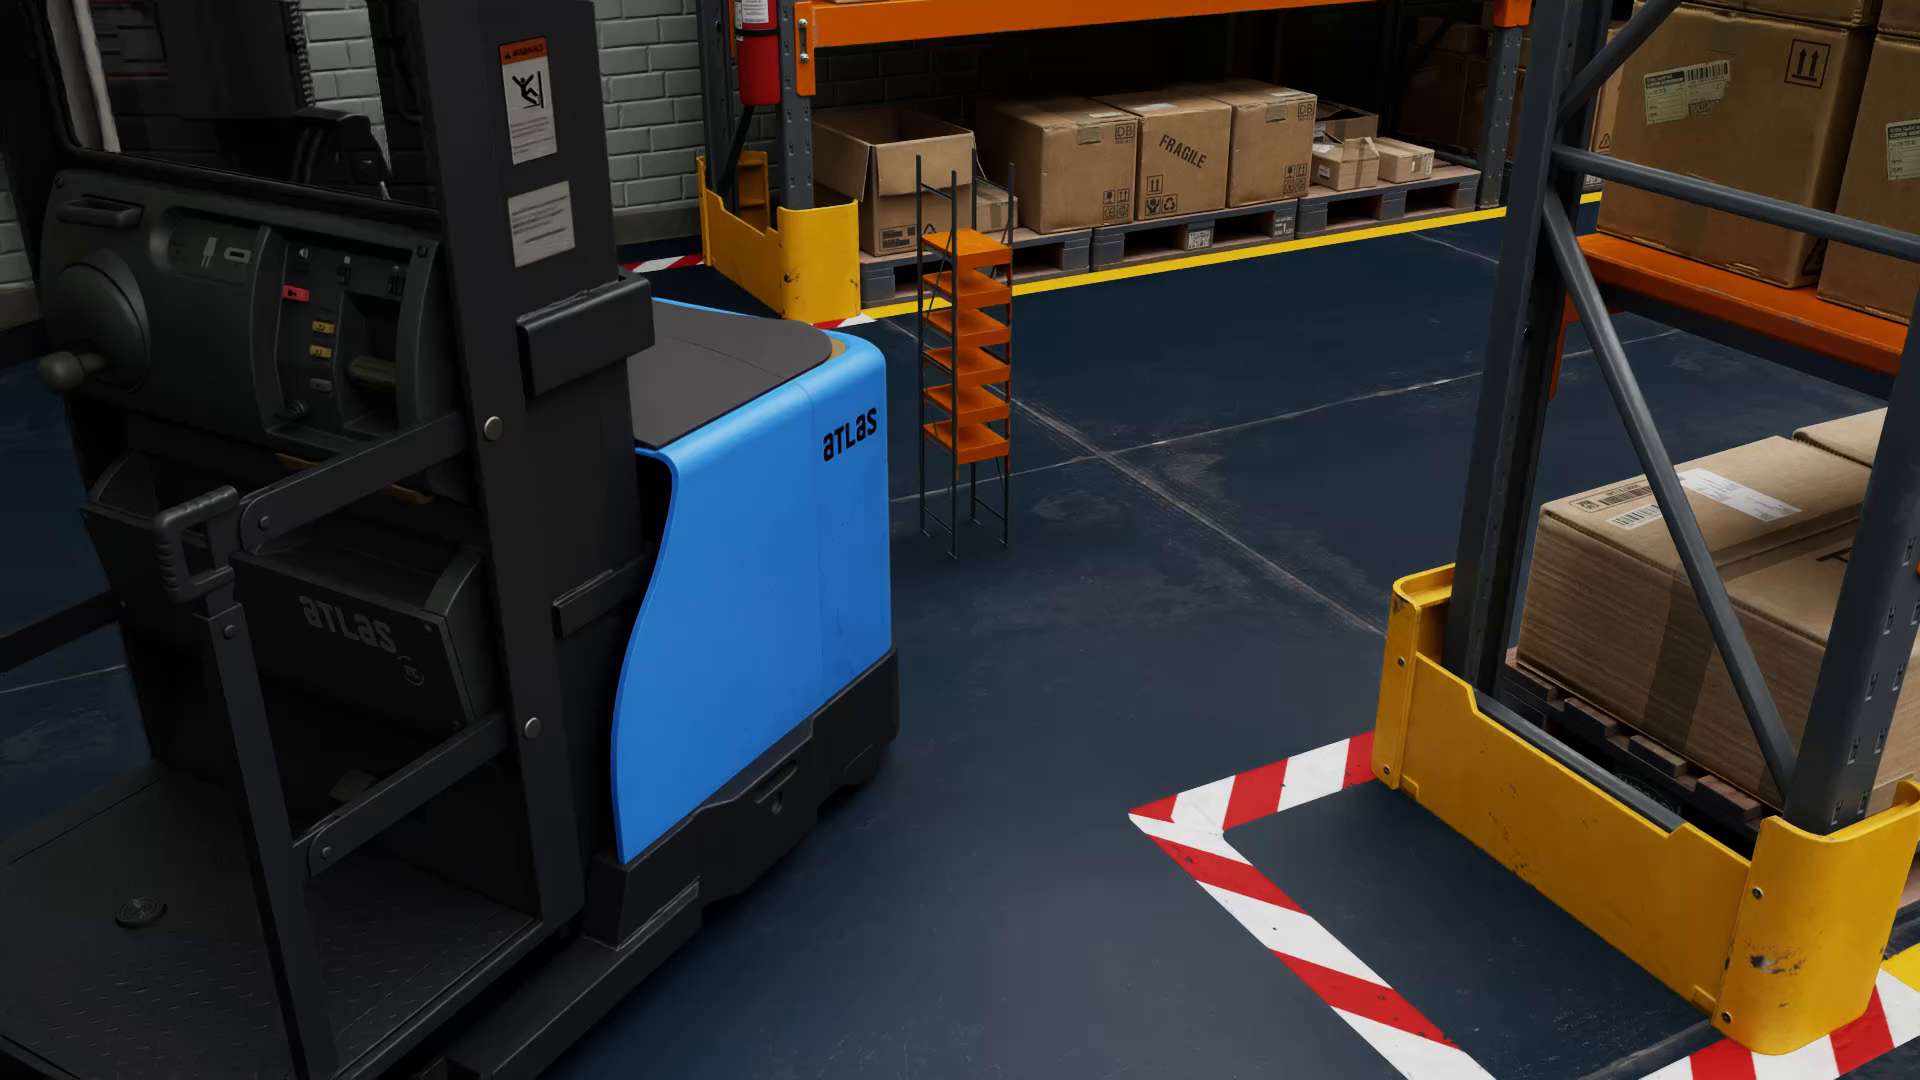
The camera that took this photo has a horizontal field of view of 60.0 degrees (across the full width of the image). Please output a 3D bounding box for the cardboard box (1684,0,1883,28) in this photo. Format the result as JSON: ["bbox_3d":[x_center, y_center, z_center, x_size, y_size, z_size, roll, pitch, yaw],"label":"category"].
[{"bbox_3d":[1.745,-1.301,3.223,0.500,0.500,0.500,-12,28,-23],"label":"cardboard box"}]

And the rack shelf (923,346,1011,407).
[{"bbox_3d":[0.013,-0.504,5.016,0.180,0.103,0.258,-13,29,-25],"label":"rack shelf"}]

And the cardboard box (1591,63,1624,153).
[{"bbox_3d":[3.620,-2.513,9.421,0.500,0.500,0.500,-13,29,-26],"label":"cardboard box"}]

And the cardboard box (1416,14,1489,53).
[{"bbox_3d":[2.811,-2.865,9.406,0.250,0.149,0.380,-14,29,-27],"label":"cardboard box"}]

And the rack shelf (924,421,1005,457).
[{"bbox_3d":[0.013,-0.312,5.108,0.171,0.034,0.221,-13,29,-25],"label":"rack shelf"}]

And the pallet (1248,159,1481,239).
[{"bbox_3d":[2.016,-1.929,9.024,1.213,0.211,1.003,-13,29,-25],"label":"pallet"}]

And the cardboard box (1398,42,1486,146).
[{"bbox_3d":[2.916,-2.601,9.604,0.500,0.500,0.500,-13,29,-25],"label":"cardboard box"}]

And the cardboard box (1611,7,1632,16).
[{"bbox_3d":[3.733,-3.072,9.835,0.250,0.149,0.380,-12,28,-24],"label":"cardboard box"}]

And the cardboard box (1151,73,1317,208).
[{"bbox_3d":[1.365,-2.032,8.420,0.500,0.500,0.700,-14,29,-27],"label":"cardboard box"}]

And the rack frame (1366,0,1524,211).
[{"bbox_3d":[2.622,-3.325,8.711,0.127,3.000,1.000,-13,29,-25],"label":"rack frame"}]

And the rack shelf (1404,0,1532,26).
[{"bbox_3d":[4.387,-3.408,9.715,4.000,0.370,1.077,-13,29,-25],"label":"rack shelf"}]

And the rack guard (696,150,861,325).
[{"bbox_3d":[-0.840,-1.399,7.587,0.348,0.500,1.175,-13,29,-25],"label":"rack guard"}]

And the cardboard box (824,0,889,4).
[{"bbox_3d":[-0.488,-2.360,6.989,0.250,0.149,0.380,-13,29,-25],"label":"cardboard box"}]

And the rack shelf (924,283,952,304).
[{"bbox_3d":[0.013,-0.738,4.903,0.166,0.020,0.199,-13,29,-25],"label":"rack shelf"}]

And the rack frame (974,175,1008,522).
[{"bbox_3d":[0.093,-0.563,5.036,0.002,1.046,0.228,-13,29,-25],"label":"rack frame"}]

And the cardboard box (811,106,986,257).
[{"bbox_3d":[-0.323,-1.663,7.647,0.637,0.503,0.797,-14,29,-27],"label":"cardboard box"}]

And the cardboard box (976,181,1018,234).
[{"bbox_3d":[0.070,-1.575,7.873,0.250,0.149,0.380,-14,29,-27],"label":"cardboard box"}]

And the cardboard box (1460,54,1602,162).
[{"bbox_3d":[3.155,-2.400,9.187,0.500,0.500,0.500,-12,28,-23],"label":"cardboard box"}]

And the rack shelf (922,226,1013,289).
[{"bbox_3d":[0.013,-0.828,4.860,0.180,0.103,0.258,-13,29,-25],"label":"rack shelf"}]

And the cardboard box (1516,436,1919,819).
[{"bbox_3d":[1.967,0.177,3.890,0.875,0.438,0.875,-14,29,-27],"label":"cardboard box"}]

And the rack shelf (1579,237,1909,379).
[{"bbox_3d":[4.405,-1.986,1.057,3.910,4.714,5.869,-13,29,-25],"label":"rack shelf"}]

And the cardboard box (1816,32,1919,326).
[{"bbox_3d":[1.990,-0.649,3.021,0.500,0.500,0.500,-13,29,-25],"label":"cardboard box"}]

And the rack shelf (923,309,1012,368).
[{"bbox_3d":[0.013,-0.612,4.964,0.180,0.103,0.258,-13,29,-25],"label":"rack shelf"}]

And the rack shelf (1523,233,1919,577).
[{"bbox_3d":[3.196,-0.699,4.071,4.000,0.370,1.077,-13,29,-25],"label":"rack shelf"}]

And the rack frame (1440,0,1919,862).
[{"bbox_3d":[1.432,-0.616,3.067,0.127,3.000,1.000,-13,29,-25],"label":"rack frame"}]

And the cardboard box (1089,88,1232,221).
[{"bbox_3d":[0.963,-1.890,8.124,0.500,0.500,0.500,-12,28,-24],"label":"cardboard box"}]

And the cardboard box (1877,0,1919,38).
[{"bbox_3d":[1.989,-1.101,2.806,0.500,0.500,0.500,-14,29,-26],"label":"cardboard box"}]

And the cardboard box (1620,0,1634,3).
[{"bbox_3d":[4.171,-3.185,10.072,0.265,0.149,0.390,-13,29,-25],"label":"cardboard box"}]

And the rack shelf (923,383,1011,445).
[{"bbox_3d":[0.013,-0.396,5.068,0.180,0.103,0.258,-13,29,-25],"label":"rack shelf"}]

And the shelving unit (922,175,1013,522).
[{"bbox_3d":[0.014,-0.544,4.997,0.183,1.046,0.258,-13,29,-25],"label":"shelving unit"}]

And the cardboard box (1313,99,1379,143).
[{"bbox_3d":[1.928,-2.258,9.109,0.500,0.311,0.500,-12,28,-23],"label":"cardboard box"}]

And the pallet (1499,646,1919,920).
[{"bbox_3d":[2.100,0.449,4.072,1.213,0.211,1.003,-13,29,-25],"label":"pallet"}]
